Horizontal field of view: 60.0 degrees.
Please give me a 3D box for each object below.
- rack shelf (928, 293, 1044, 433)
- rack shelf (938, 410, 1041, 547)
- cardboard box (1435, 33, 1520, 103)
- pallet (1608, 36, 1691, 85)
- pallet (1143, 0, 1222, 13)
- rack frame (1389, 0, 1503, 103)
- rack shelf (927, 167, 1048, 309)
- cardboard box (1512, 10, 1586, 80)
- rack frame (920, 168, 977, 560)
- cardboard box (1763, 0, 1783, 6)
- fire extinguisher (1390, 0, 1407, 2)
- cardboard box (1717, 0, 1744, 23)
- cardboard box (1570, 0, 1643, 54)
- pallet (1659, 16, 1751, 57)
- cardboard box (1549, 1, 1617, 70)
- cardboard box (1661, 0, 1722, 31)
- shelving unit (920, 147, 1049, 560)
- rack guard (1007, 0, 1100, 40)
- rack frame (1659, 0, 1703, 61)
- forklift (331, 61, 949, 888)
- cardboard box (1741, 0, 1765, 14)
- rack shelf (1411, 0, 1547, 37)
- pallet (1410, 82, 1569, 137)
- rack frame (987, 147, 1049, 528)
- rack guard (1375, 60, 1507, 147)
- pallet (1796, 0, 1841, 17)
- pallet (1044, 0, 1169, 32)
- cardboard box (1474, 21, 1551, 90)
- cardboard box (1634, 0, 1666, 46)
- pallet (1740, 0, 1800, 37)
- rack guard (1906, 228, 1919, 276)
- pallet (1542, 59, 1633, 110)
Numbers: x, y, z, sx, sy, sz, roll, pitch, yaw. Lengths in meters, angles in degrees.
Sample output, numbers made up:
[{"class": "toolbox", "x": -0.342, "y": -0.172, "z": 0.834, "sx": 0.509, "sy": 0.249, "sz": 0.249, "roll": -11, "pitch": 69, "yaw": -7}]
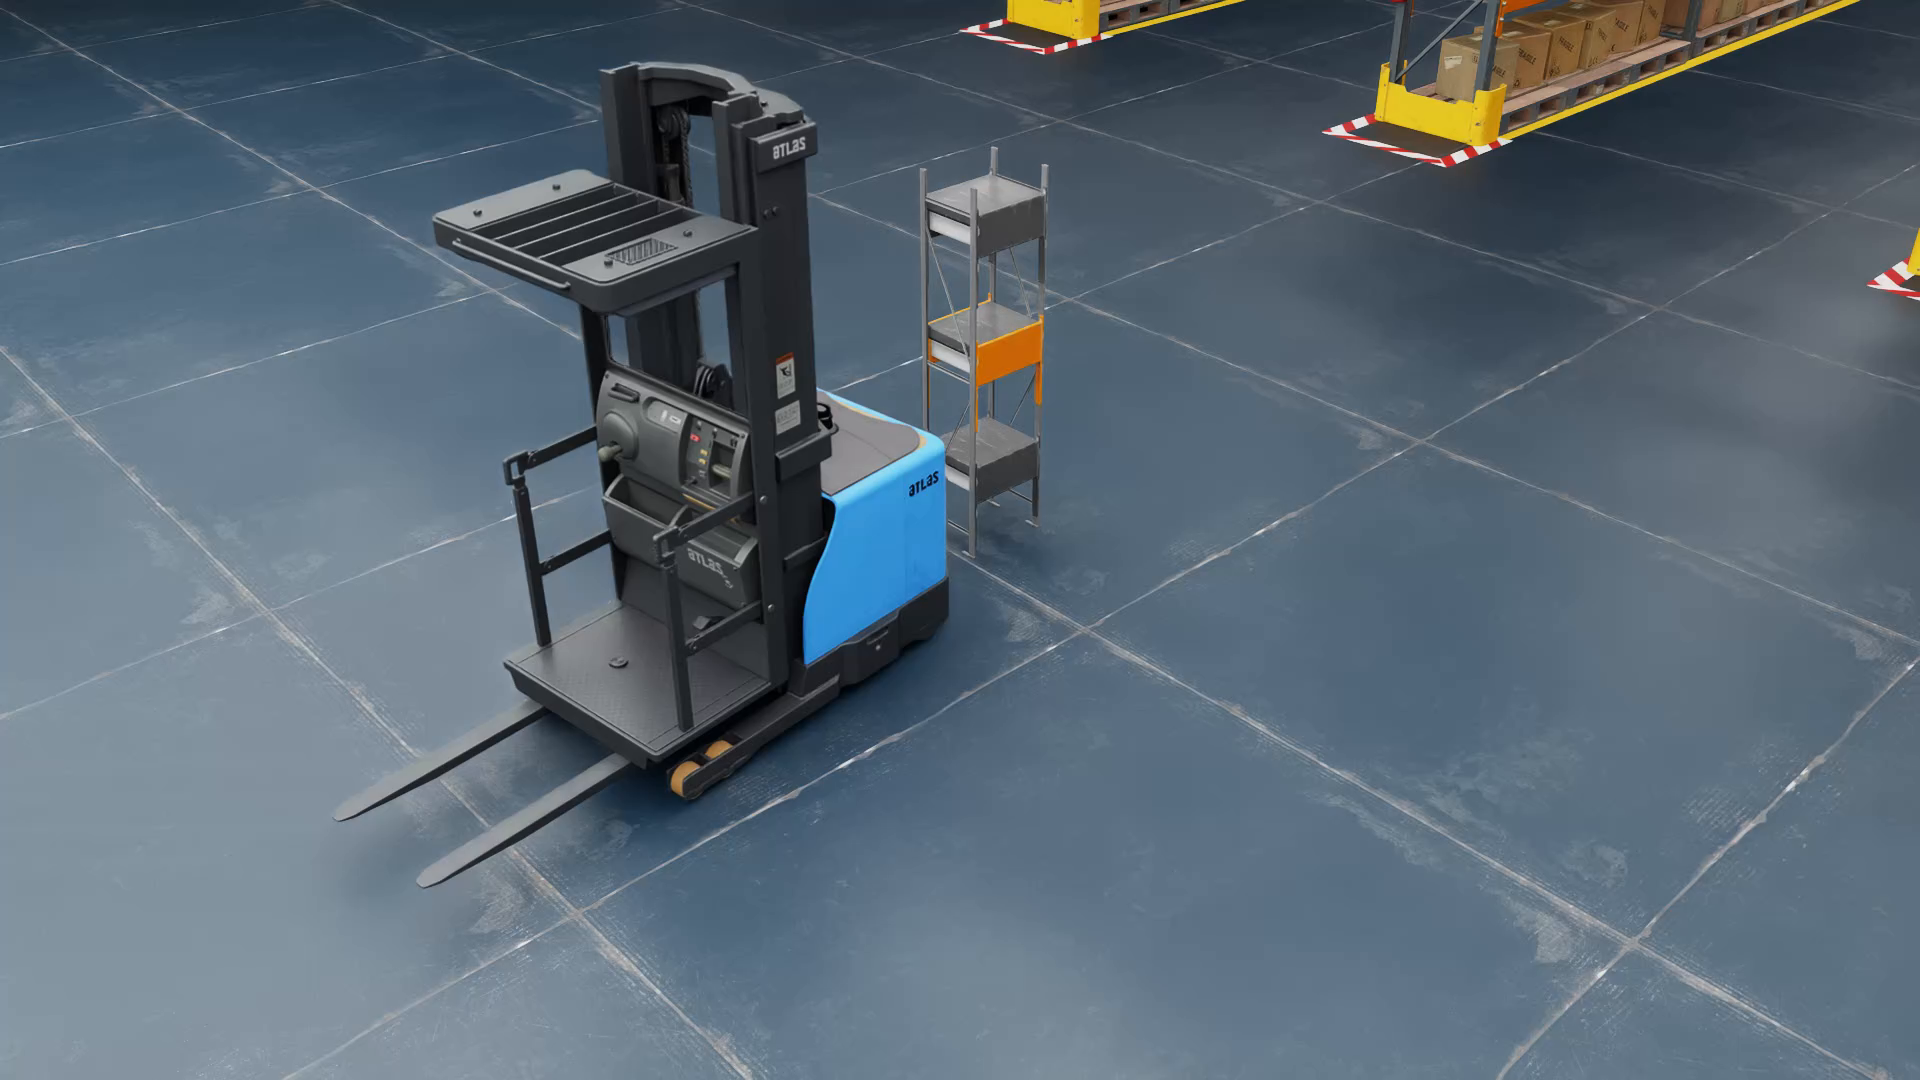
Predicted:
[{"class": "rack shelf", "x": 0.121, "y": -0.943, "z": 8.805, "sx": 0.480, "sy": 0.518, "sz": 0.431, "roll": -26, "pitch": 40, "yaw": -35}, {"class": "rack shelf", "x": 0.121, "y": -0.346, "z": 9.171, "sx": 0.480, "sy": 0.518, "sz": 0.431, "roll": -26, "pitch": 40, "yaw": -35}, {"class": "cardboard box", "x": 4.848, "y": -4.420, "z": 15.597, "sx": 0.500, "sy": 0.500, "sz": 0.500, "roll": -18, "pitch": 36, "yaw": -27}, {"class": "pallet", "x": 6.843, "y": -5.070, "z": 17.339, "sx": 1.213, "sy": 0.211, "sz": 1.003, "roll": -26, "pitch": 40, "yaw": -35}, {"class": "pallet", "x": 2.528, "y": -6.559, "z": 19.775, "sx": 1.213, "sy": 0.211, "sz": 1.003, "roll": -26, "pitch": 40, "yaw": -35}, {"class": "rack frame", "x": 4.379, "y": -5.093, "z": 14.703, "sx": 0.127, "sy": 3.000, "sz": 1.000, "roll": -26, "pitch": 40, "yaw": -35}, {"class": "rack shelf", "x": 0.121, "y": -1.540, "z": 8.440, "sx": 0.480, "sy": 0.518, "sz": 0.431, "roll": -26, "pitch": 40, "yaw": -35}, {"class": "cardboard box", "x": 5.735, "y": -4.860, "z": 16.317, "sx": 0.500, "sy": 0.500, "sz": 0.500, "roll": -22, "pitch": 38, "yaw": -31}, {"class": "rack frame", "x": -0.058, "y": -0.868, "z": 8.657, "sx": 0.015, "sy": 2.100, "sz": 0.400, "roll": -26, "pitch": 40, "yaw": -35}, {"class": "cardboard box", "x": 8.958, "y": -6.401, "z": 18.817, "sx": 0.500, "sy": 0.500, "sz": 0.700, "roll": -22, "pitch": 38, "yaw": -32}, {"class": "fire extinguisher", "x": 3.981, "y": -5.195, "z": 14.945, "sx": 0.183, "sy": 0.674, "sz": 0.296, "roll": -26, "pitch": 40, "yaw": -35}, {"class": "cardboard box", "x": 8.139, "y": -6.004, "z": 18.168, "sx": 0.500, "sy": 0.500, "sz": 0.700, "roll": -26, "pitch": 40, "yaw": -36}, {"class": "cardboard box", "x": 6.576, "y": -5.292, "z": 17.022, "sx": 0.500, "sy": 0.500, "sz": 0.500, "roll": -13, "pitch": 34, "yaw": -21}, {"class": "pallet", "x": 7.882, "y": -5.599, "z": 18.203, "sx": 1.213, "sy": 0.211, "sz": 1.003, "roll": -26, "pitch": 40, "yaw": -35}, {"class": "cardboard box", "x": 6.175, "y": -5.041, "z": 16.613, "sx": 0.500, "sy": 0.500, "sz": 0.500, "roll": 25, "pitch": 39, "yaw": 35}, {"class": "cardboard box", "x": 7.777, "y": -5.842, "z": 17.903, "sx": 0.700, "sy": 0.500, "sz": 0.500, "roll": 26, "pitch": 40, "yaw": 35}, {"class": "shelving unit", "x": 0.121, "y": -0.955, "z": 8.798, "sx": 0.503, "sy": 2.100, "sz": 0.431, "roll": -26, "pitch": 40, "yaw": -35}, {"class": "rack guard", "x": 1.035, "y": -5.966, "z": 18.527, "sx": 0.348, "sy": 0.500, "sz": 1.175, "roll": -26, "pitch": 40, "yaw": -35}, {"class": "rack frame", "x": 7.312, "y": -6.511, "z": 17.023, "sx": 0.127, "sy": 3.000, "sz": 1.000, "roll": -26, "pitch": 40, "yaw": -35}, {"class": "forklift", "x": -1.393, "y": -0.398, "z": 7.091, "sx": 1.130, "sy": 2.935, "sz": 3.031, "roll": 24, "pitch": 39, "yaw": 34}, {"class": "cardboard box", "x": 8.549, "y": -6.203, "z": 18.493, "sx": 0.700, "sy": 0.500, "sz": 0.500, "roll": 25, "pitch": 40, "yaw": 35}, {"class": "rack shelf", "x": 5.845, "y": -5.495, "z": 16.051, "sx": 4.000, "sy": 0.370, "sz": 1.077, "roll": -26, "pitch": 40, "yaw": -35}, {"class": "pallet", "x": 5.054, "y": -4.205, "z": 15.924, "sx": 1.213, "sy": 0.211, "sz": 1.003, "roll": -26, "pitch": 40, "yaw": -35}, {"class": "rack frame", "x": 0.300, "y": -1.041, "z": 8.940, "sx": 0.015, "sy": 2.100, "sz": 0.400, "roll": -26, "pitch": 40, "yaw": -35}, {"class": "rack guard", "x": 4.434, "y": -4.053, "z": 15.399, "sx": 0.348, "sy": 0.500, "sz": 1.175, "roll": -26, "pitch": 40, "yaw": -35}, {"class": "pallet", "x": 9.671, "y": -6.464, "z": 19.619, "sx": 1.213, "sy": 0.211, "sz": 1.003, "roll": -26, "pitch": 40, "yaw": -35}, {"class": "pallet", "x": 1.634, "y": -6.129, "z": 19.070, "sx": 1.213, "sy": 0.211, "sz": 1.003, "roll": -26, "pitch": 40, "yaw": -35}, {"class": "cardboard box", "x": 5.263, "y": -4.646, "z": 15.966, "sx": 0.500, "sy": 0.500, "sz": 0.500, "roll": -15, "pitch": 35, "yaw": -23}, {"class": "cardboard box", "x": 6.991, "y": -5.498, "z": 17.359, "sx": 0.500, "sy": 0.500, "sz": 0.500, "roll": -27, "pitch": 41, "yaw": -37}, {"class": "pallet", "x": 8.777, "y": -6.033, "z": 18.915, "sx": 1.213, "sy": 0.211, "sz": 1.003, "roll": -26, "pitch": 40, "yaw": -35}, {"class": "rack guard", "x": 7.659, "y": -2.084, "z": 12.180, "sx": 0.348, "sy": 0.500, "sz": 1.175, "roll": -26, "pitch": 40, "yaw": -35}, {"class": "pallet", "x": 5.948, "y": -4.635, "z": 16.628, "sx": 1.213, "sy": 0.211, "sz": 1.003, "roll": -26, "pitch": 40, "yaw": -35}]
